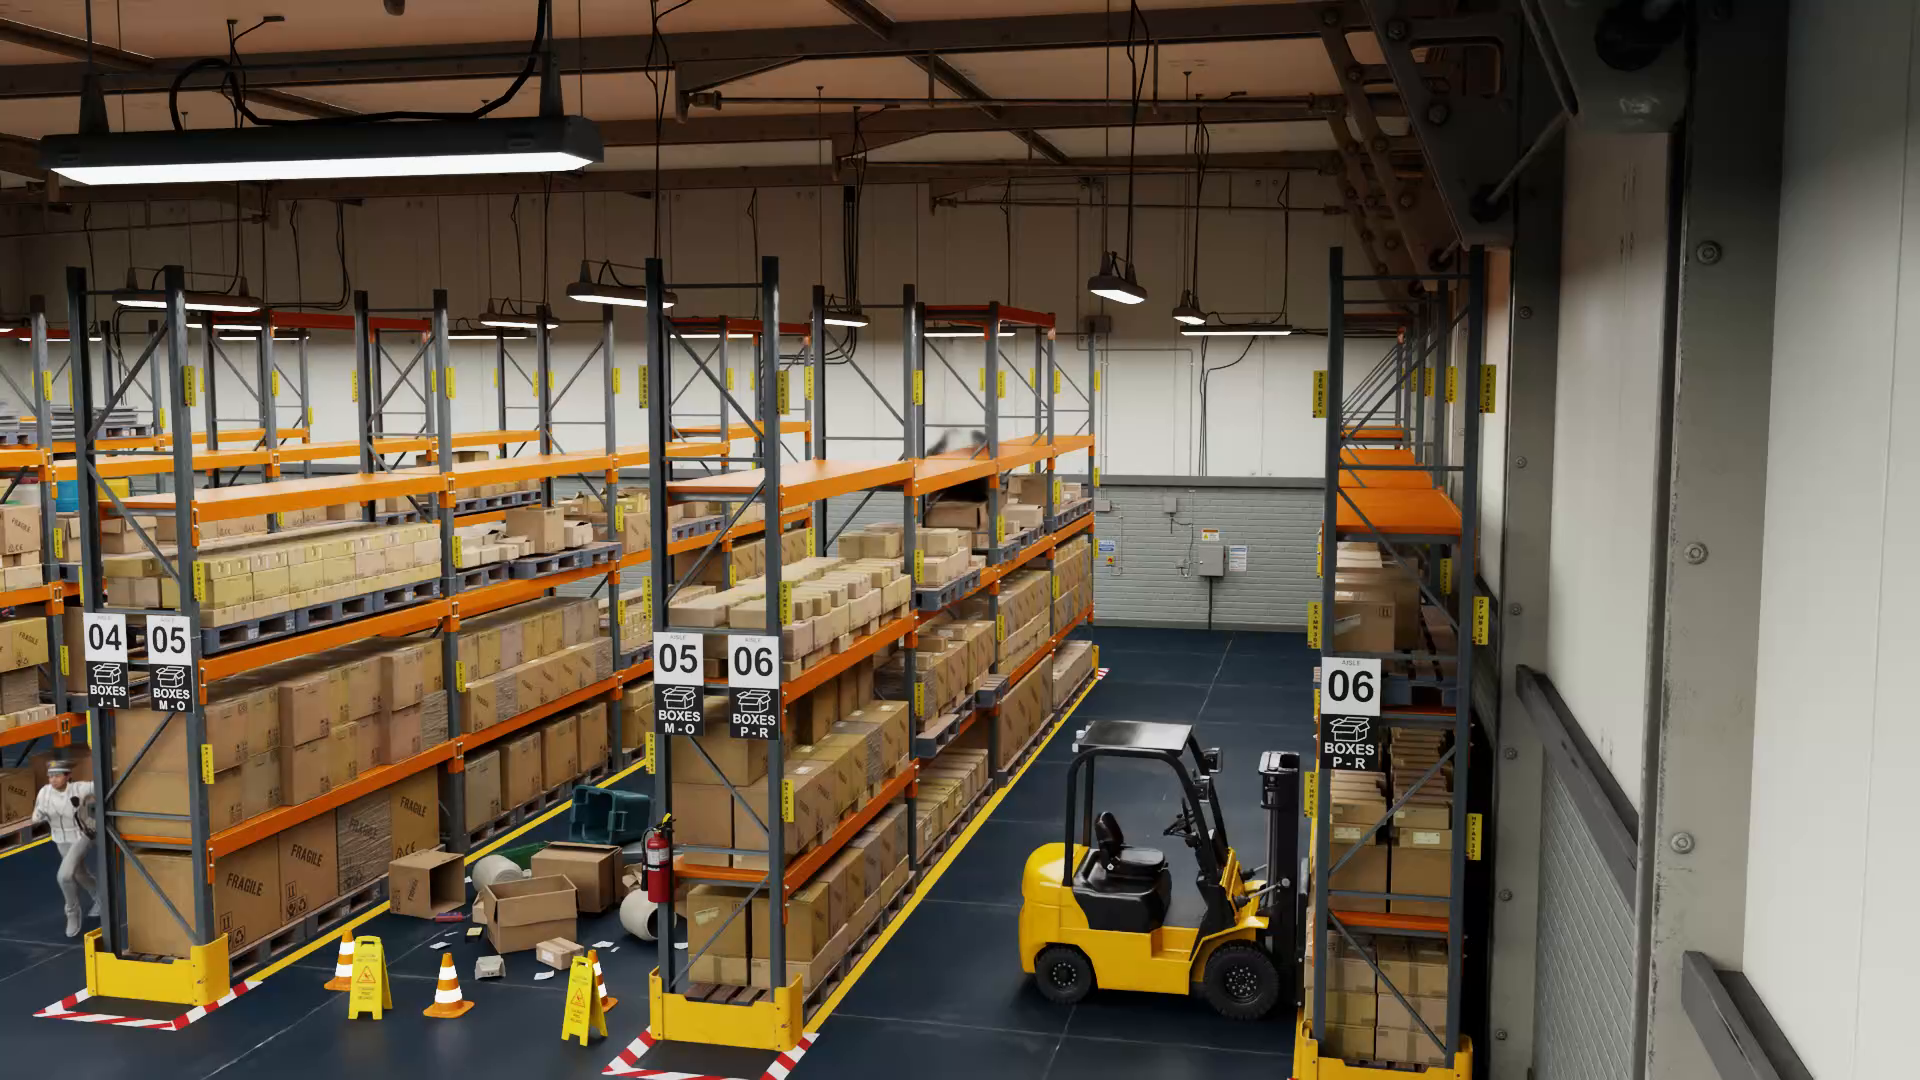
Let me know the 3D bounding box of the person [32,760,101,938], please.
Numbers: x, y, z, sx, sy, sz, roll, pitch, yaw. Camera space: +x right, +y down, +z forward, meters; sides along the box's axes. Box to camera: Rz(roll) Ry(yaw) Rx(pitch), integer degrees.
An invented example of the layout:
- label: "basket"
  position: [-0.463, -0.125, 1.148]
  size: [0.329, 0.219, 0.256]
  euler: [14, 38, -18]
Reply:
- label: "person"
  position: [-8.168, 2.787, 15.368]
  size: [0.599, 1.653, 0.886]
  euler: [1, 6, 6]
